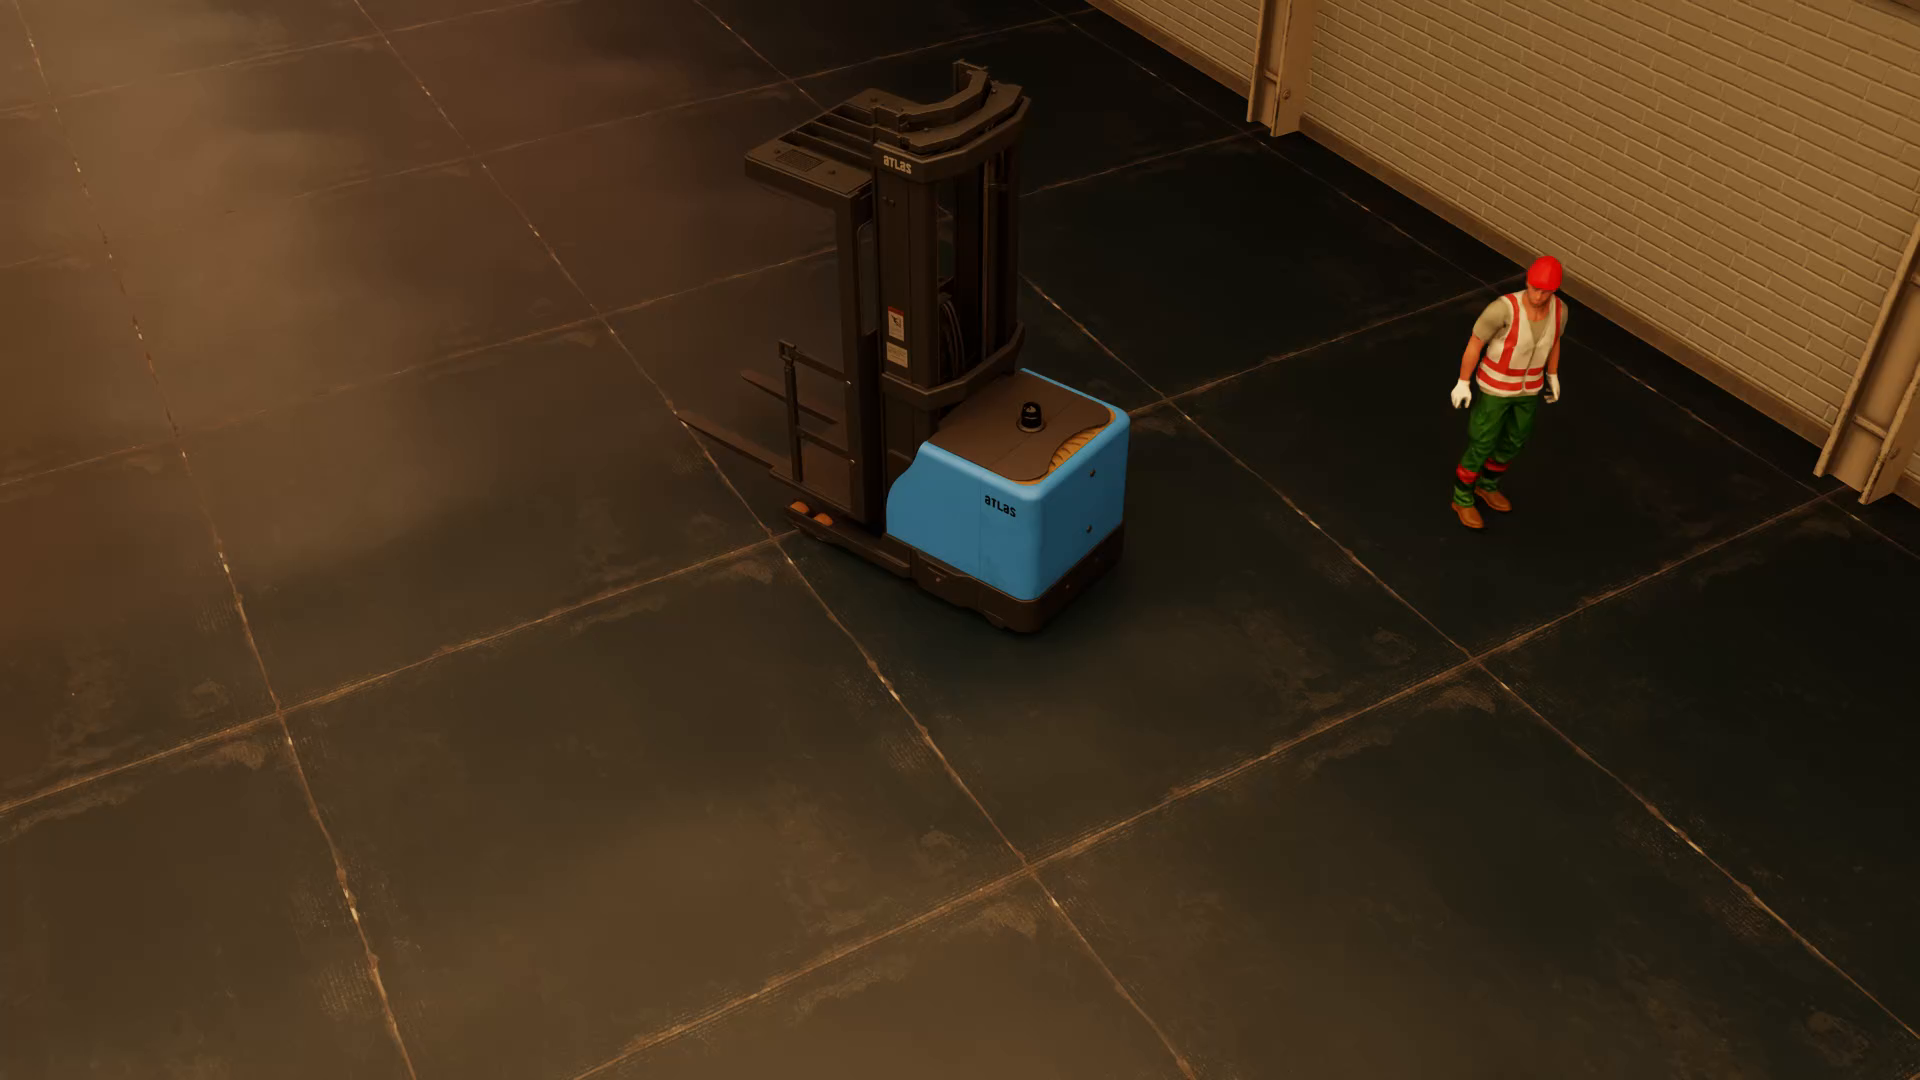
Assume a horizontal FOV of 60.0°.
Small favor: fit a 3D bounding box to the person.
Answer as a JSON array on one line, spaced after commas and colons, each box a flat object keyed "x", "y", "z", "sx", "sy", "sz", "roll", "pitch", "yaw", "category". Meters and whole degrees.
[{"x": 3.323, "y": -0.890, "z": 10.011, "sx": 0.705, "sy": 1.785, "sz": 0.426, "roll": -10, "pitch": 41, "yaw": -12, "category": "person"}]

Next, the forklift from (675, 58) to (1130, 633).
[{"x": -0.481, "y": -1.366, "z": 9.683, "sx": 3.031, "sy": 2.935, "sz": 1.130, "roll": 26, "pitch": 46, "yaw": 28, "category": "forklift"}]
